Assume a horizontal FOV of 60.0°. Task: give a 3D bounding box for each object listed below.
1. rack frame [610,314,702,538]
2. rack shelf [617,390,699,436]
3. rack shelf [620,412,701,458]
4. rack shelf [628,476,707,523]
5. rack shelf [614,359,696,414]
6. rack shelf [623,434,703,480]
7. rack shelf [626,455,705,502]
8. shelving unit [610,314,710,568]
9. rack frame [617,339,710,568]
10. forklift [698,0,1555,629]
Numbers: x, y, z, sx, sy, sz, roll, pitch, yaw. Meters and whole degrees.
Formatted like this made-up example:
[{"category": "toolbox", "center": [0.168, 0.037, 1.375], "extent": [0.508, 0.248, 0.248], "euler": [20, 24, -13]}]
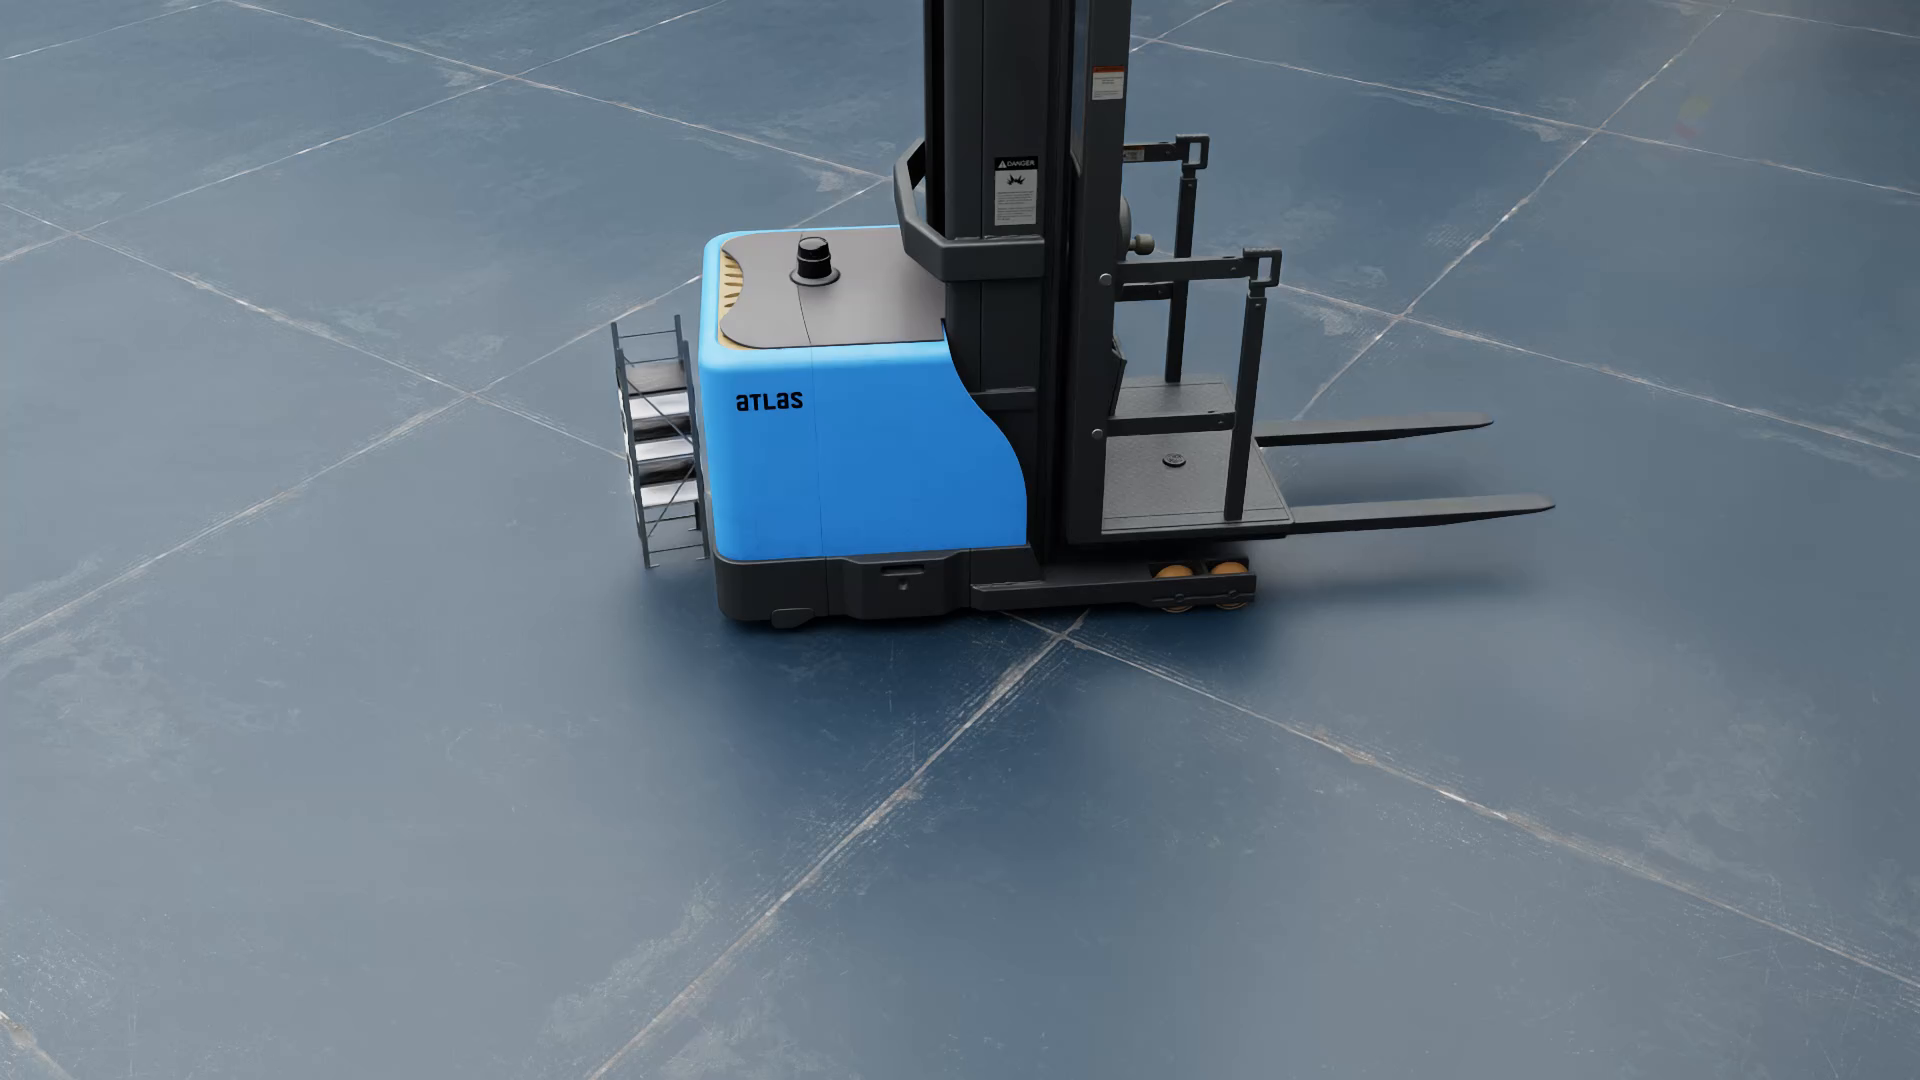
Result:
[{"category": "rack frame", "center": [-1.095, -0.398, 6.036], "extent": [0.240, 0.900, 0.006], "euler": [-9, 35, -13]}, {"category": "rack shelf", "center": [-1.067, -0.465, 5.873], "extent": [0.258, 0.077, 0.200], "euler": [-9, 35, -13]}, {"category": "rack shelf", "center": [-1.067, -0.391, 5.923], "extent": [0.258, 0.077, 0.200], "euler": [-9, 35, -13]}, {"category": "rack shelf", "center": [-1.067, -0.167, 6.074], "extent": [0.258, 0.077, 0.200], "euler": [-9, 35, -13]}, {"category": "rack shelf", "center": [-1.067, -0.540, 5.822], "extent": [0.258, 0.077, 0.200], "euler": [-9, 35, -13]}, {"category": "rack shelf", "center": [-1.067, -0.316, 5.973], "extent": [0.258, 0.077, 0.200], "euler": [-9, 35, -13]}, {"category": "rack shelf", "center": [-1.067, -0.241, 6.024], "extent": [0.258, 0.077, 0.200], "euler": [-9, 35, -13]}, {"category": "shelving unit", "center": [-1.067, -0.344, 5.955], "extent": [0.258, 0.900, 0.210], "euler": [-9, 35, -13]}, {"category": "rack frame", "center": [-1.040, -0.289, 5.874], "extent": [0.240, 0.900, 0.006], "euler": [-9, 35, -13]}, {"category": "forklift", "center": [0.623, -1.251, 5.483], "extent": [3.031, 2.935, 1.130], "euler": [-3, 34, -5]}]
